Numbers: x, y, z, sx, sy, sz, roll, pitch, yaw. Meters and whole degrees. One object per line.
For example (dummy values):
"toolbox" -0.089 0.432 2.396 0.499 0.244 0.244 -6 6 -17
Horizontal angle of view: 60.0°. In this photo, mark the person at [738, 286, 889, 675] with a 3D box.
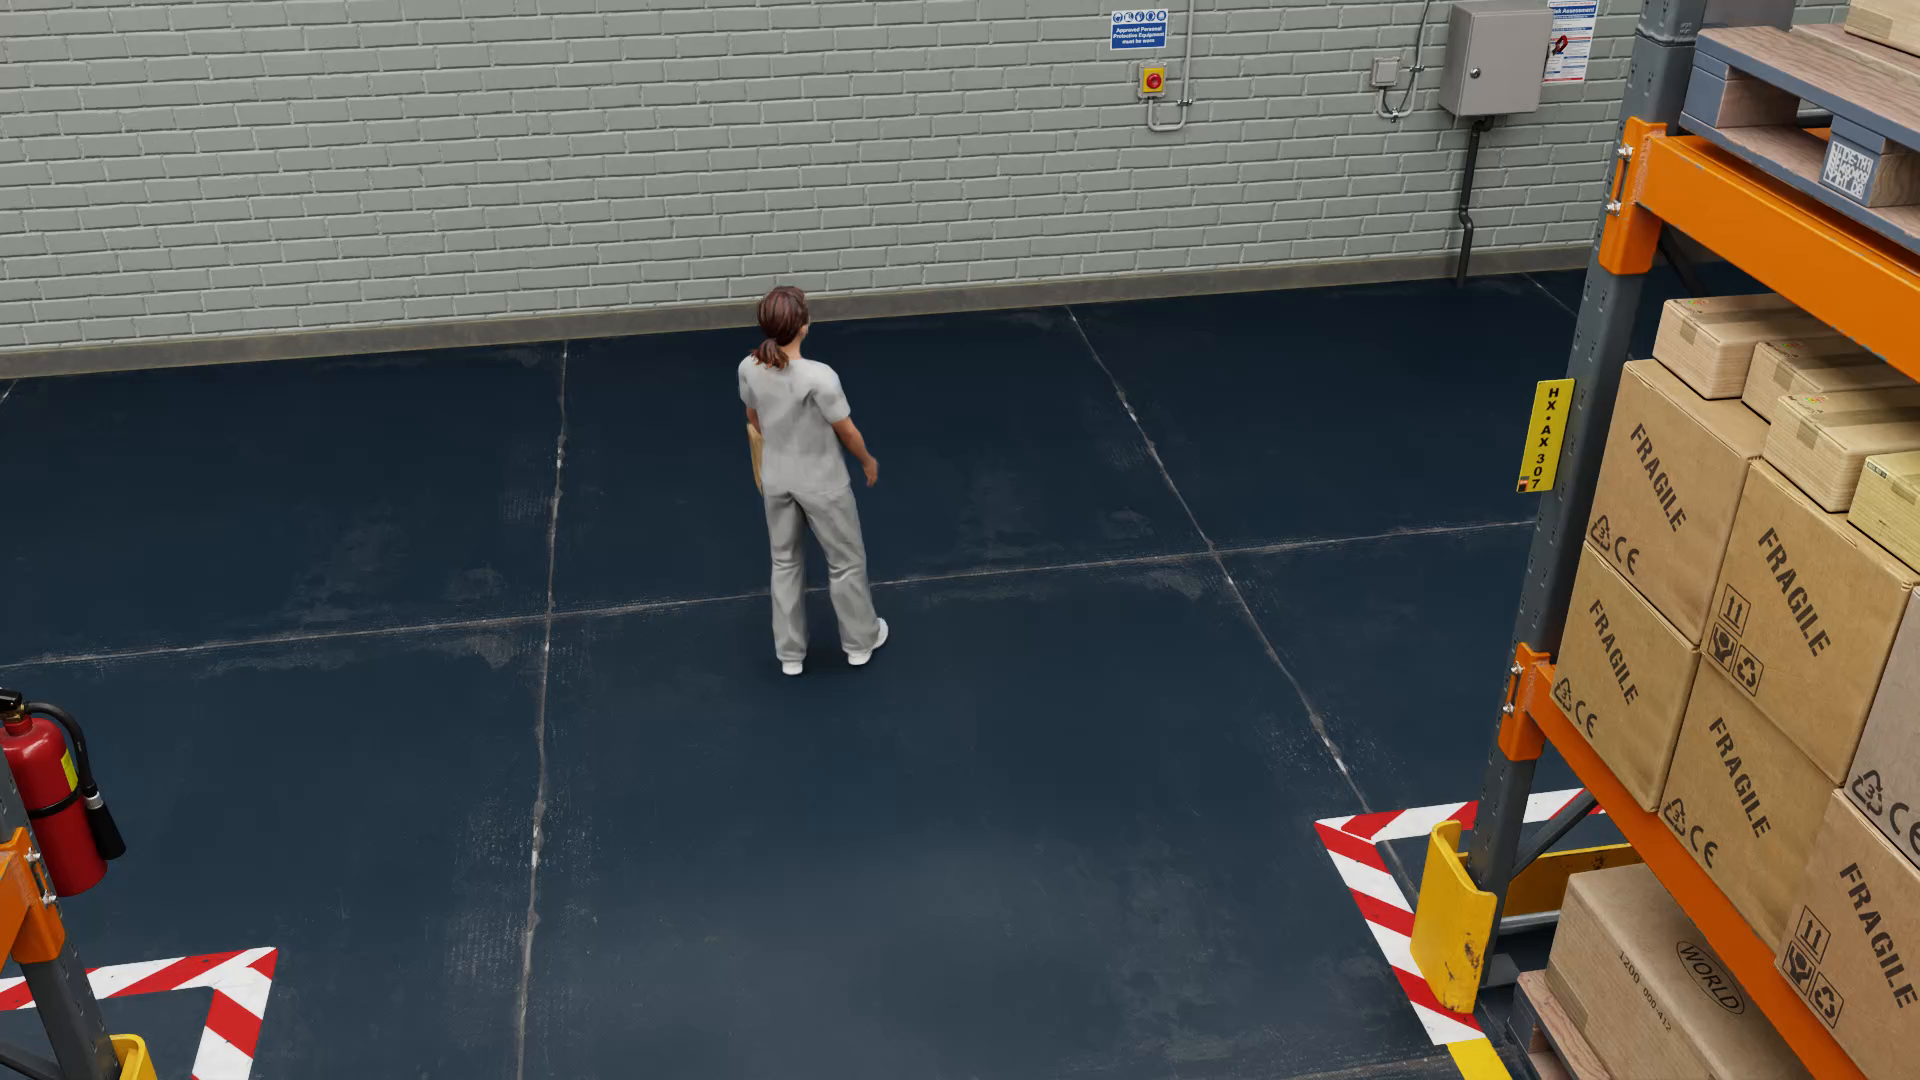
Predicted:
"person" -0.586 -0.248 6.533 0.482 1.672 0.540 13 33 21
